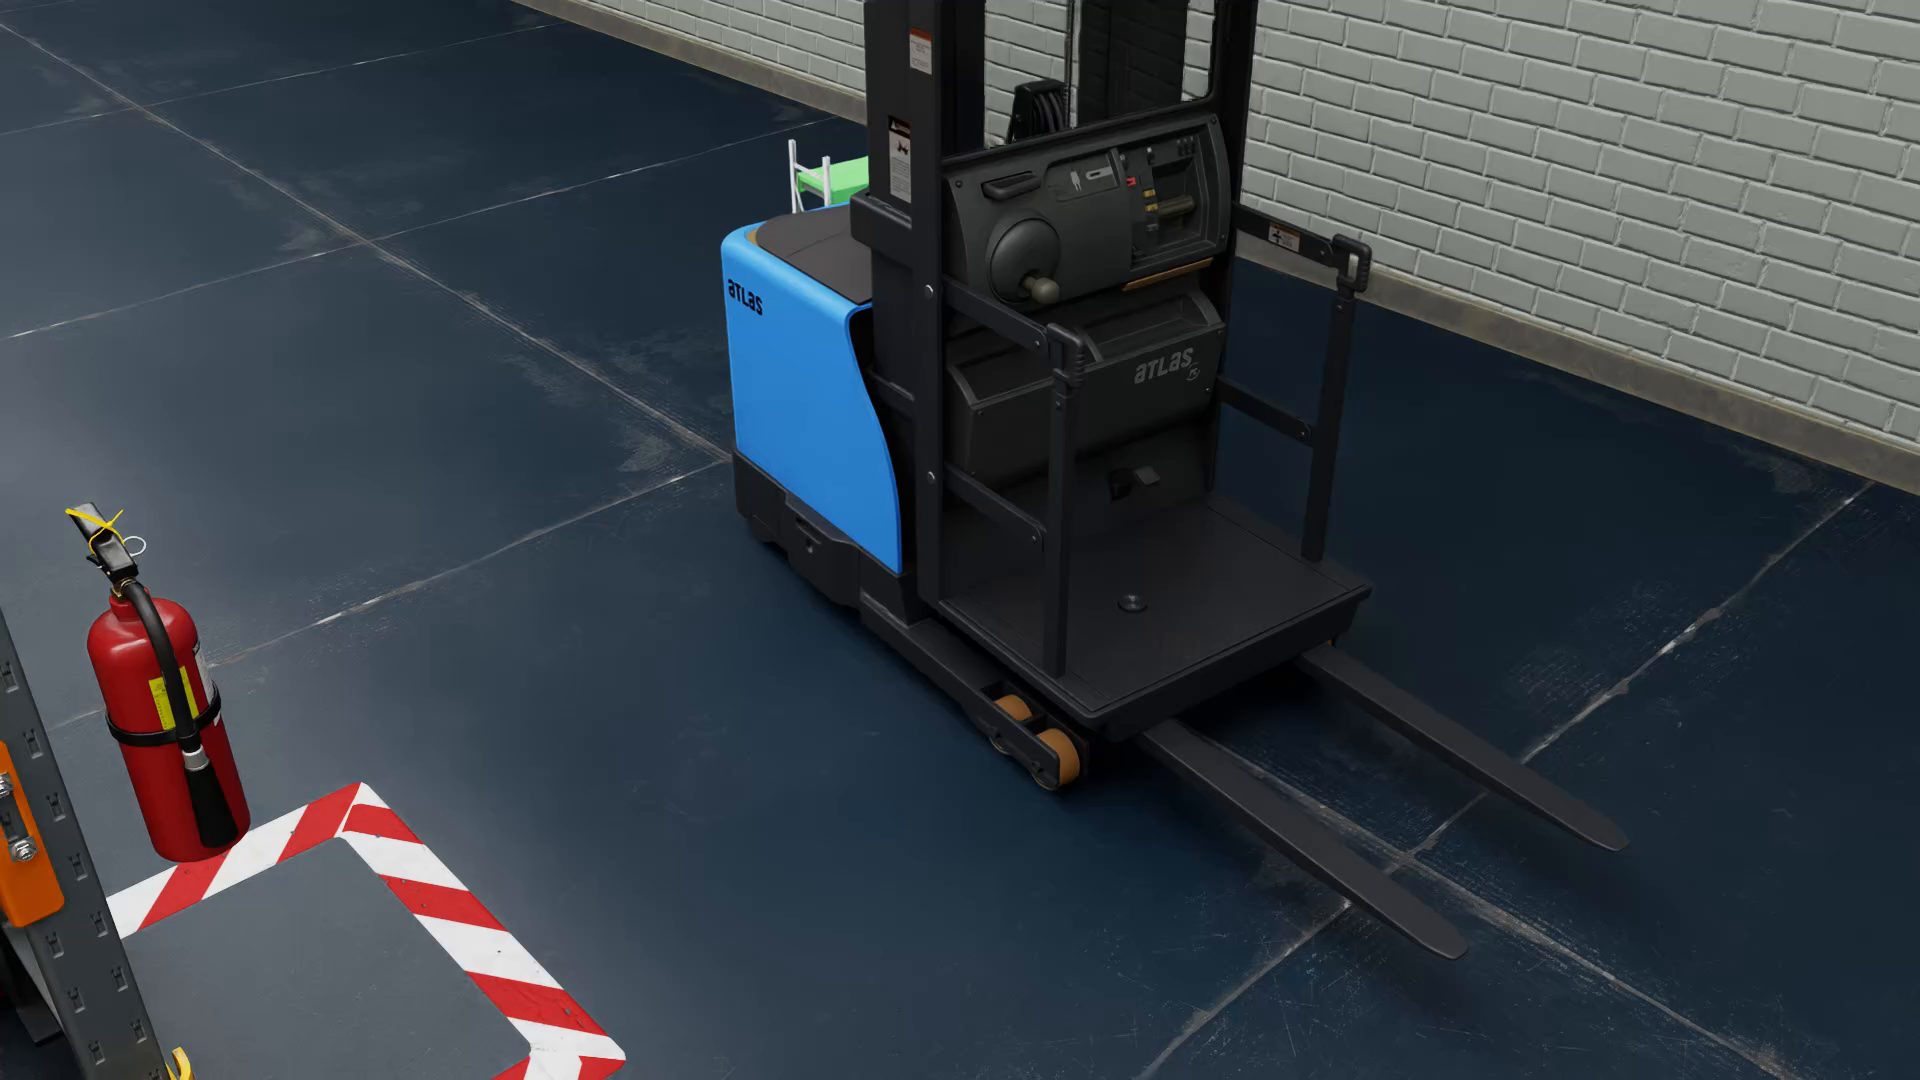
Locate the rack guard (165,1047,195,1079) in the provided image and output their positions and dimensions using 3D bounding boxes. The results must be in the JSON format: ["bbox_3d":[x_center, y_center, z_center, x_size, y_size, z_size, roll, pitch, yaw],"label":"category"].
[{"bbox_3d":[-1.950,1.068,3.524,0.348,0.500,1.175,-26,40,-35],"label":"rack guard"}]

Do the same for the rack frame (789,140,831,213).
[{"bbox_3d":[-0.507,-0.806,5.915,0.015,1.200,0.240,-21,37,-30],"label":"rack frame"}]

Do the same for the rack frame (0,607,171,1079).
[{"bbox_3d":[-1.894,-0.025,2.916,0.127,3.000,1.000,-26,40,-35],"label":"rack frame"}]

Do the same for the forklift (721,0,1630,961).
[{"bbox_3d":[0.494,-0.849,4.328,1.130,2.935,3.031,-21,37,-30],"label":"forklift"}]

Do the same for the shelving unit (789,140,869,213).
[{"bbox_3d":[-0.310,-0.881,6.038,0.503,1.200,0.258,-21,37,-30],"label":"shelving unit"}]

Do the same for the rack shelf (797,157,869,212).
[{"bbox_3d":[-0.312,-1.237,5.823,0.480,0.148,0.258,-21,37,-30],"label":"rack shelf"}]

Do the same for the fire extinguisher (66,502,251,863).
[{"bbox_3d":[-1.396,0.254,2.891,0.183,0.674,0.296,-26,40,-35],"label":"fire extinguisher"}]

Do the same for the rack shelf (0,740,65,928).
[{"bbox_3d":[-3.361,0.991,1.943,4.000,0.370,1.077,-26,40,-35],"label":"rack shelf"}]
